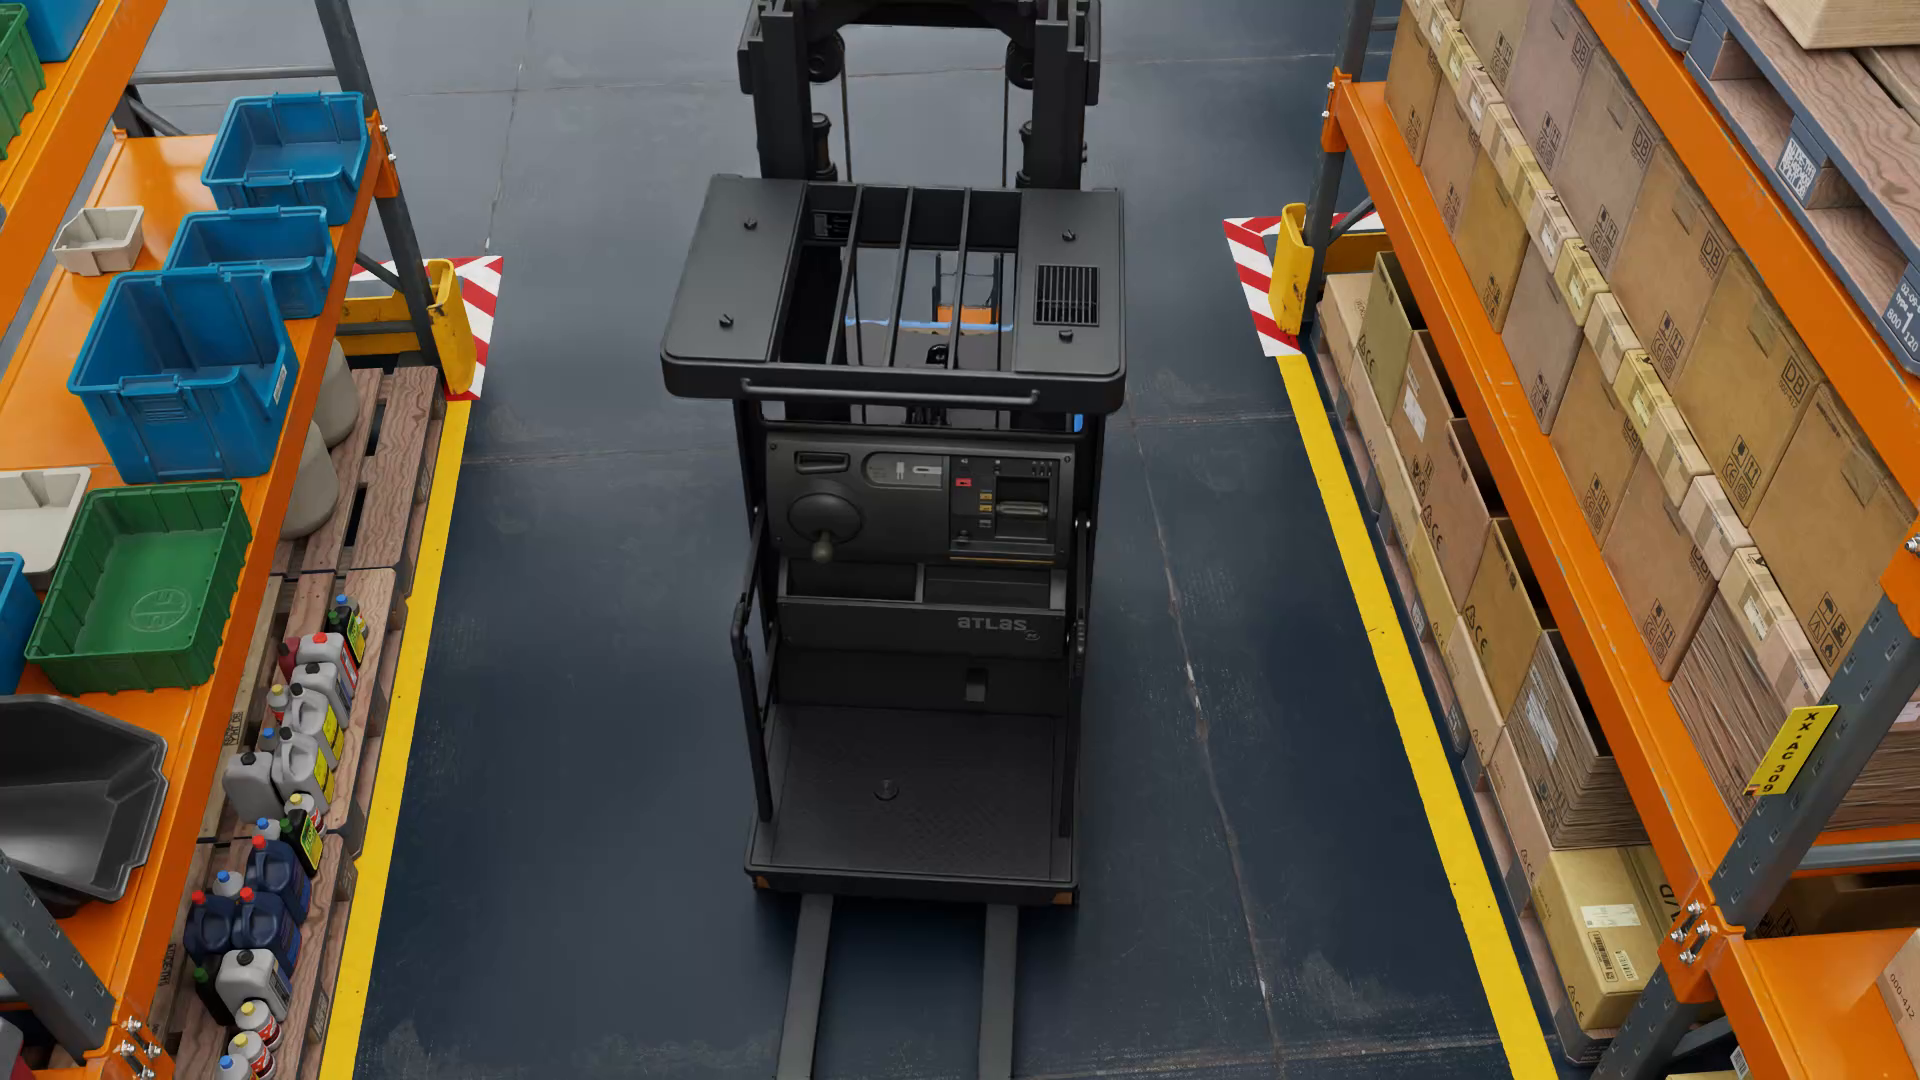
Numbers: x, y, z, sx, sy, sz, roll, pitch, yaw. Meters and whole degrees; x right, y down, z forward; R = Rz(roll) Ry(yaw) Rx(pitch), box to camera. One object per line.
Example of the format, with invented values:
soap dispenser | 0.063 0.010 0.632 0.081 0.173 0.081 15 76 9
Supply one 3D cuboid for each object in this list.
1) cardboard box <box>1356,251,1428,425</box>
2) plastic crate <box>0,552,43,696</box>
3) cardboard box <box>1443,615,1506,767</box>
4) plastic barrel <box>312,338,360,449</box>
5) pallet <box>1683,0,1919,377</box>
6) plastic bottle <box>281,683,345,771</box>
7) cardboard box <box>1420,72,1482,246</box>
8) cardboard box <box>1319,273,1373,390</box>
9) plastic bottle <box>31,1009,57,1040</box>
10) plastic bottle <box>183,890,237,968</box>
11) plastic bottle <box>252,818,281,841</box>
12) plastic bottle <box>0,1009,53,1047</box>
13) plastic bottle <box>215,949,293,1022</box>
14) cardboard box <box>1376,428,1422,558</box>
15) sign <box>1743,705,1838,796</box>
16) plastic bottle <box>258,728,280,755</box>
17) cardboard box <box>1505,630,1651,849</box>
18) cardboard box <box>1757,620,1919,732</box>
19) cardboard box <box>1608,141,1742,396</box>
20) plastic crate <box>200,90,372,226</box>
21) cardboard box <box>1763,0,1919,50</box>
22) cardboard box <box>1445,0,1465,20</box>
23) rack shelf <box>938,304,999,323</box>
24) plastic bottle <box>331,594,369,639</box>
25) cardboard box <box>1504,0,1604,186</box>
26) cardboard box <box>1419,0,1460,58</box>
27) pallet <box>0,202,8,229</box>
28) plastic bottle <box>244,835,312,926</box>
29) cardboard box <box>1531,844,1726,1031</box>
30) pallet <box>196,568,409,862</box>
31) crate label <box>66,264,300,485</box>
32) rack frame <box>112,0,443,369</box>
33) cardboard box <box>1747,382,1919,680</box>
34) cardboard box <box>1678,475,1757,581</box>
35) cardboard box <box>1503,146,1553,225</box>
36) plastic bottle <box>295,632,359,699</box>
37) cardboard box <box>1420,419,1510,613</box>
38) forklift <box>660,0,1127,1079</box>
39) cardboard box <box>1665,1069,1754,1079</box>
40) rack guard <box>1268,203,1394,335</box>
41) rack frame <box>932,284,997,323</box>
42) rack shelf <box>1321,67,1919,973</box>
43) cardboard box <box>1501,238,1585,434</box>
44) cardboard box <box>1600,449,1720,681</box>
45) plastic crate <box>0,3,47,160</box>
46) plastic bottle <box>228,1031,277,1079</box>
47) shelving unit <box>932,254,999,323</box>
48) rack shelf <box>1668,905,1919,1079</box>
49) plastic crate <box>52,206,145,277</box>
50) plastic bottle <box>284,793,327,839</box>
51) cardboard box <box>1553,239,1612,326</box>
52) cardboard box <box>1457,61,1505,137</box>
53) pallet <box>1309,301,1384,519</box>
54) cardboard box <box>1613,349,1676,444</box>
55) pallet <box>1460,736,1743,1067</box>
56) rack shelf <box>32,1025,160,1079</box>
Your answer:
cardboard box | 1.940 -0.824 6.689 0.500 0.500 0.500 -3 47 -3
plastic crate | -2.891 0.329 4.611 0.499 0.251 0.616 -3 47 -3
cardboard box | 2.063 0.520 5.933 0.500 0.250 0.500 -3 47 -3
plastic barrel | -2.732 -0.649 6.859 0.421 0.512 0.421 0 47 0
pallet | 2.311 -0.852 3.623 1.003 0.211 1.213 -3 47 -3
plastic bottle | -2.249 0.634 5.741 0.144 0.351 0.185 -2 47 -2
cardboard box | 2.149 -1.446 6.121 0.700 0.500 0.500 -2 47 -2
cardboard box | 1.897 -0.927 7.303 0.500 0.250 0.500 -3 47 -3
plastic bottle | -2.725 1.365 5.049 0.144 0.351 0.185 -3 47 -3
plastic bottle | -2.326 1.222 5.185 0.144 0.351 0.185 -3 47 -3
plastic bottle | -2.247 0.999 5.450 0.097 0.271 0.097 0 47 0
plastic bottle | -2.869 1.374 5.041 0.144 0.351 0.185 -5 47 -4
plastic bottle | -2.172 1.358 5.107 0.152 0.276 0.135 -2 47 -2
cardboard box | 1.984 -0.204 6.618 0.500 0.250 0.500 -3 47 -3
sign | 1.855 0.474 3.721 0.100 0.325 0.005 -3 47 -3
plastic bottle | -2.366 0.725 5.759 0.097 0.201 0.097 0 47 0
cardboard box | 2.121 0.623 5.319 0.500 0.500 0.500 -3 47 -3
cardboard box | 2.172 0.323 3.999 0.380 0.149 0.250 -4 47 -3
cardboard box | 2.280 -0.765 4.583 0.700 0.500 0.500 -4 47 -3
plastic crate | -2.523 -1.436 6.283 0.499 0.251 0.616 -3 47 -3
cardboard box | 2.035 -1.230 3.706 0.380 0.149 0.250 -3 47 -3
cardboard box | 2.104 -2.234 5.974 0.700 0.500 0.500 -3 47 -3
rack shelf | 0.022 -0.805 6.388 0.258 0.103 0.180 3 47 2
plastic bottle | -2.272 0.282 6.178 0.097 0.201 0.097 0 47 0
cardboard box | 2.197 -1.489 5.268 0.700 0.500 0.500 -3 47 -3
cardboard box | 1.917 -1.899 6.104 0.380 0.149 0.250 -5 47 -4
pallet | -2.686 -0.420 3.283 1.213 0.211 1.003 -3 47 -3
plastic bottle | -2.198 1.076 5.323 0.144 0.351 0.185 -5 47 -5
cardboard box | 2.152 1.243 5.248 0.500 0.250 0.500 -3 47 -3
pallet | -2.648 0.648 6.127 1.003 0.211 1.213 -3 47 -3
crate label | -2.439 -0.528 5.297 0.502 0.435 0.616 -3 47 -3
rack frame | -2.863 -1.832 6.555 1.000 3.000 0.127 -3 47 -3
cardboard box | 2.365 -0.037 3.893 0.700 0.500 0.500 -3 47 -3
cardboard box | 2.129 -0.045 4.348 0.380 0.149 0.250 -5 47 -4
cardboard box | 2.002 -1.159 5.402 0.380 0.149 0.250 -4 47 -4
plastic bottle | -2.278 0.440 5.977 0.152 0.276 0.135 -3 47 -3
cardboard box | 2.020 -0.100 6.003 0.500 0.500 0.500 -3 47 -3
forklift | -0.133 -0.016 4.883 1.130 2.935 3.031 3 47 2
cardboard box | 2.195 1.687 4.442 0.500 0.311 0.500 -3 47 -3
rack guard | 2.071 -1.288 7.762 1.175 0.500 0.348 -3 47 -3
rack frame | 0.017 -0.522 6.555 0.240 1.200 0.006 3 47 2
rack shelf | 2.241 -0.436 5.729 1.077 0.370 4.000 -3 47 -3
cardboard box | 2.232 -0.706 5.420 0.700 0.500 0.500 -2 47 -2
cardboard box | 2.314 0.028 4.725 0.700 0.500 0.500 -4 47 -4
plastic crate | -2.389 -1.054 3.899 0.336 0.188 0.450 -3 47 -3
plastic bottle | -2.126 1.543 4.984 0.097 0.201 0.097 0 47 0
shelving unit | 0.022 -0.588 6.617 0.258 1.200 0.189 3 47 2
rack shelf | 2.576 2.459 2.988 1.077 0.370 4.000 -3 47 -3
plastic crate | -3.109 -1.074 6.019 0.298 0.136 0.250 -3 47 -3
plastic bottle | -2.198 0.921 5.572 0.097 0.201 0.097 0 47 0
cardboard box | 2.042 -0.788 5.051 0.380 0.149 0.250 -2 47 -2
cardboard box | 1.955 -1.536 5.760 0.380 0.149 0.250 -4 47 -4
pallet | 2.179 -0.620 7.329 1.003 0.211 1.213 -3 47 -3
cardboard box | 2.089 -0.413 4.696 0.380 0.149 0.250 -4 47 -3
pallet | 2.383 1.145 5.657 1.003 0.211 1.213 -3 47 -3
rack shelf | -2.361 2.757 2.705 1.077 0.370 4.000 -3 47 -3
